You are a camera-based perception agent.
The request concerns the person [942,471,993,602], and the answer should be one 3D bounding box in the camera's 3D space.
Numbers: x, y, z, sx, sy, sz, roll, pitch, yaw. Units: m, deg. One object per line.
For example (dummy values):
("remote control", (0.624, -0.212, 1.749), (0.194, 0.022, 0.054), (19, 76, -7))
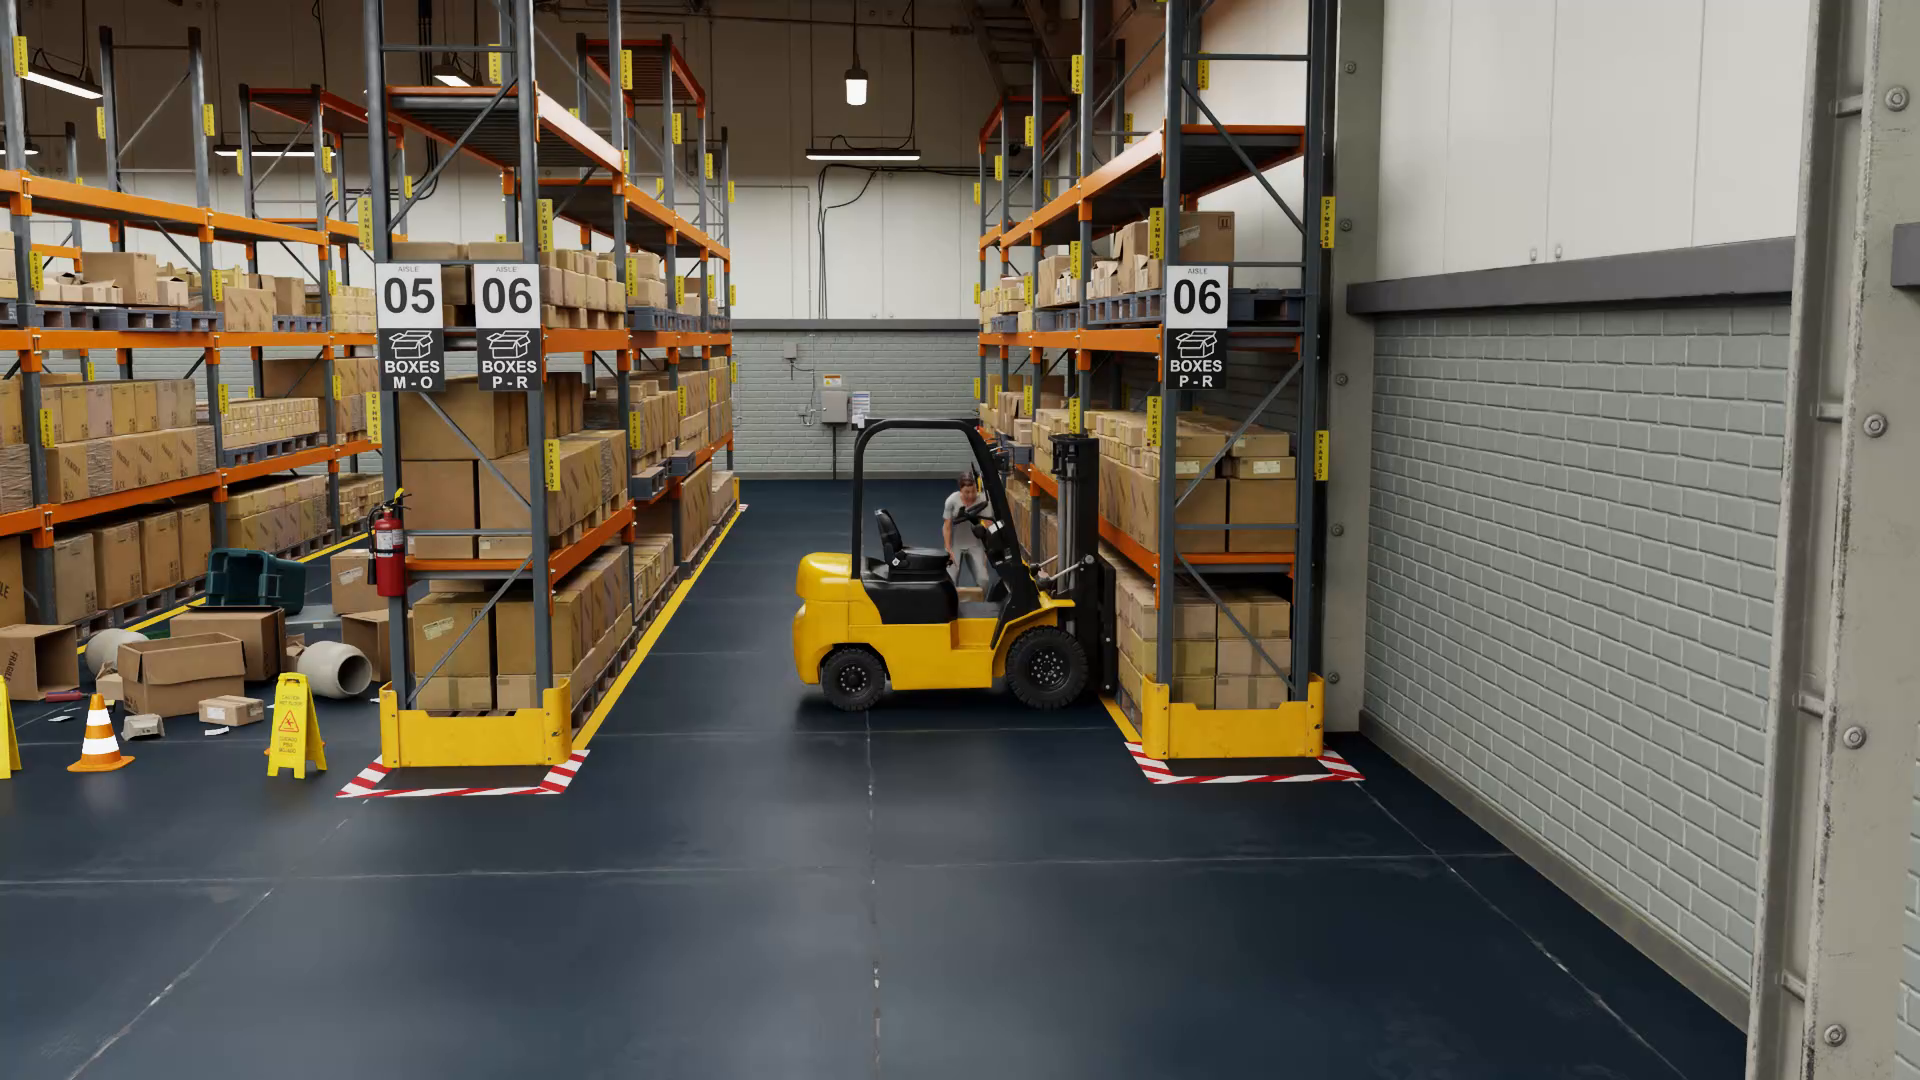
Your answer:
("person", (0.074, 0.098, 15.651), (0.483, 1.515, 0.532), (0, 7, -3))
